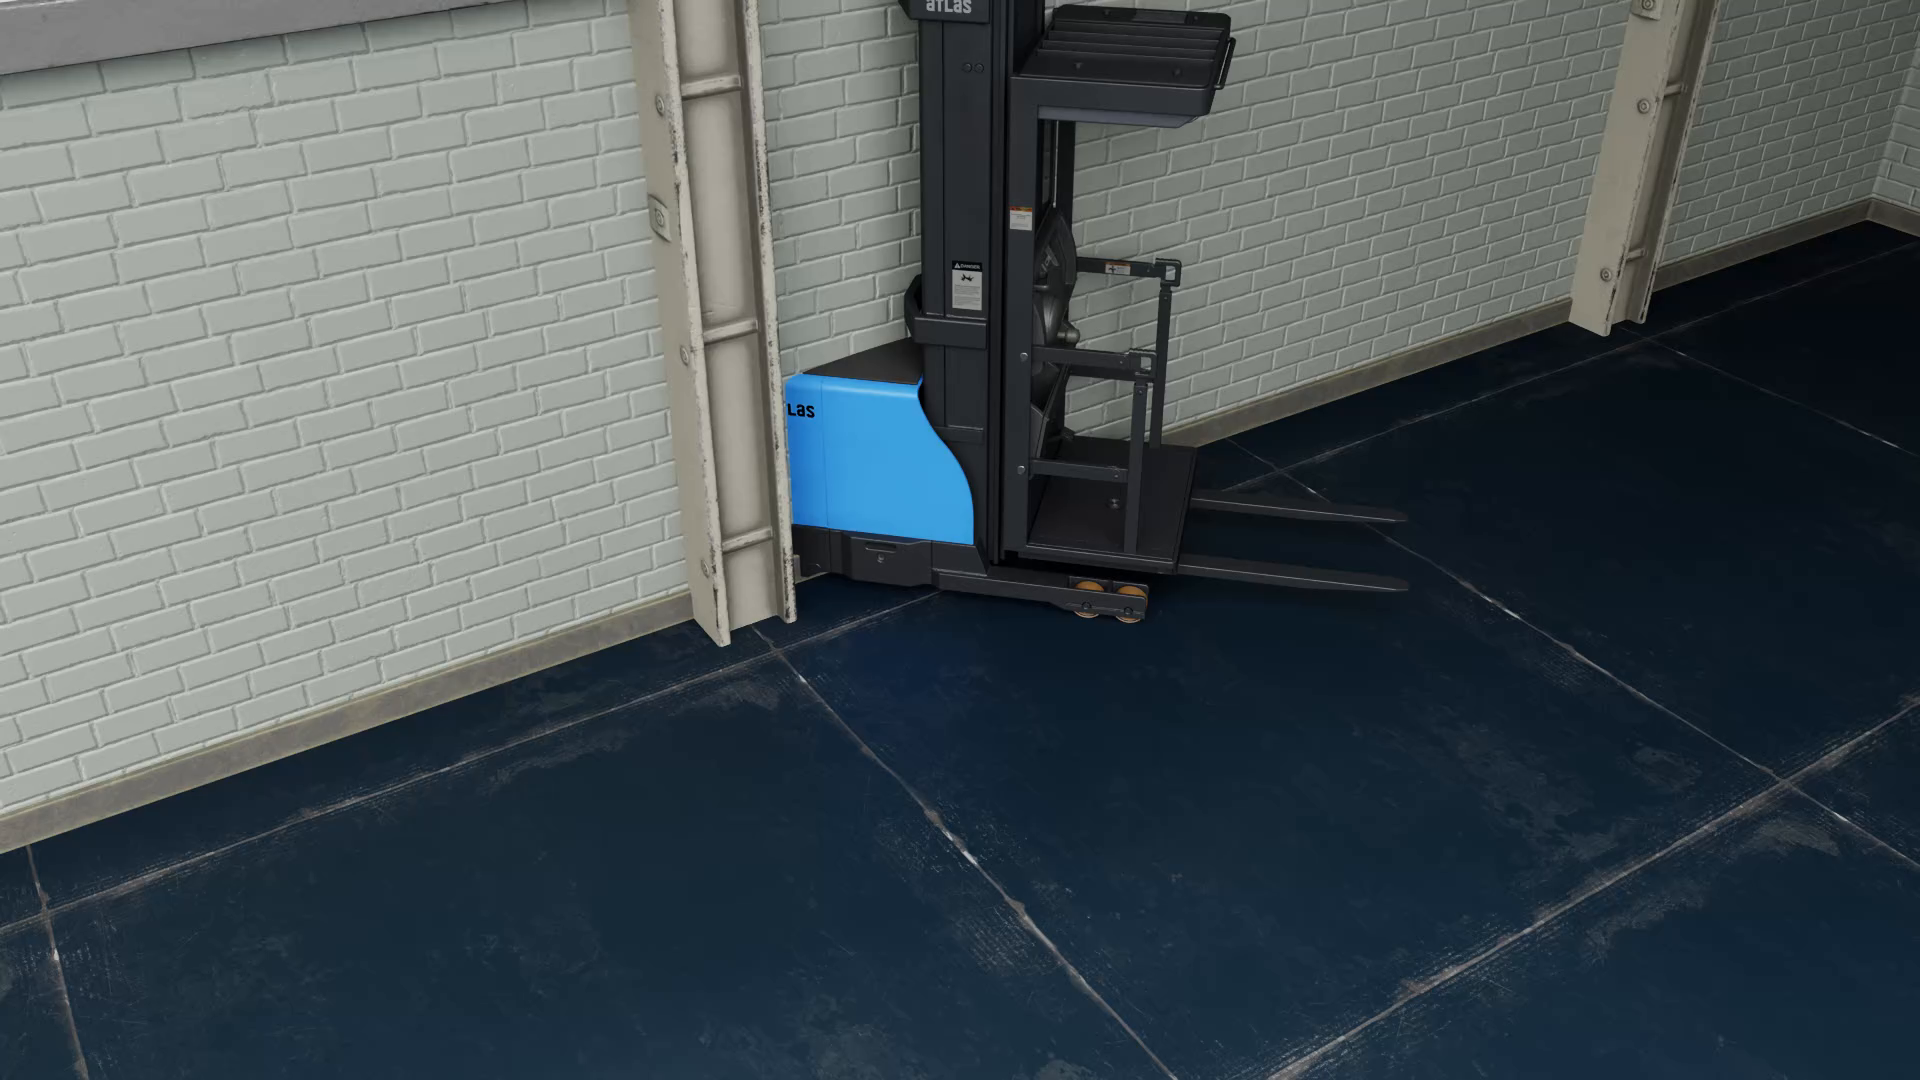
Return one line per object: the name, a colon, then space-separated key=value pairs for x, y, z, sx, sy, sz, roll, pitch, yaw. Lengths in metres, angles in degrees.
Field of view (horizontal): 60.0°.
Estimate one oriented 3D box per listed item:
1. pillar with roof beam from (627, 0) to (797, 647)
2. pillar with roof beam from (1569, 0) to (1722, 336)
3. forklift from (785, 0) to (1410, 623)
pillar with roof beam: x=1.335 y=-1.519 z=2.224 sx=0.400 sy=9.000 sz=9.100 roll=-19 pitch=37 yaw=-27
pillar with roof beam: x=6.378 y=-3.254 z=4.973 sx=0.400 sy=9.000 sz=9.100 roll=-19 pitch=37 yaw=-27
forklift: x=0.610 y=-1.170 z=7.357 sx=3.031 sy=2.935 sz=1.130 roll=7 pitch=33 yaw=10
